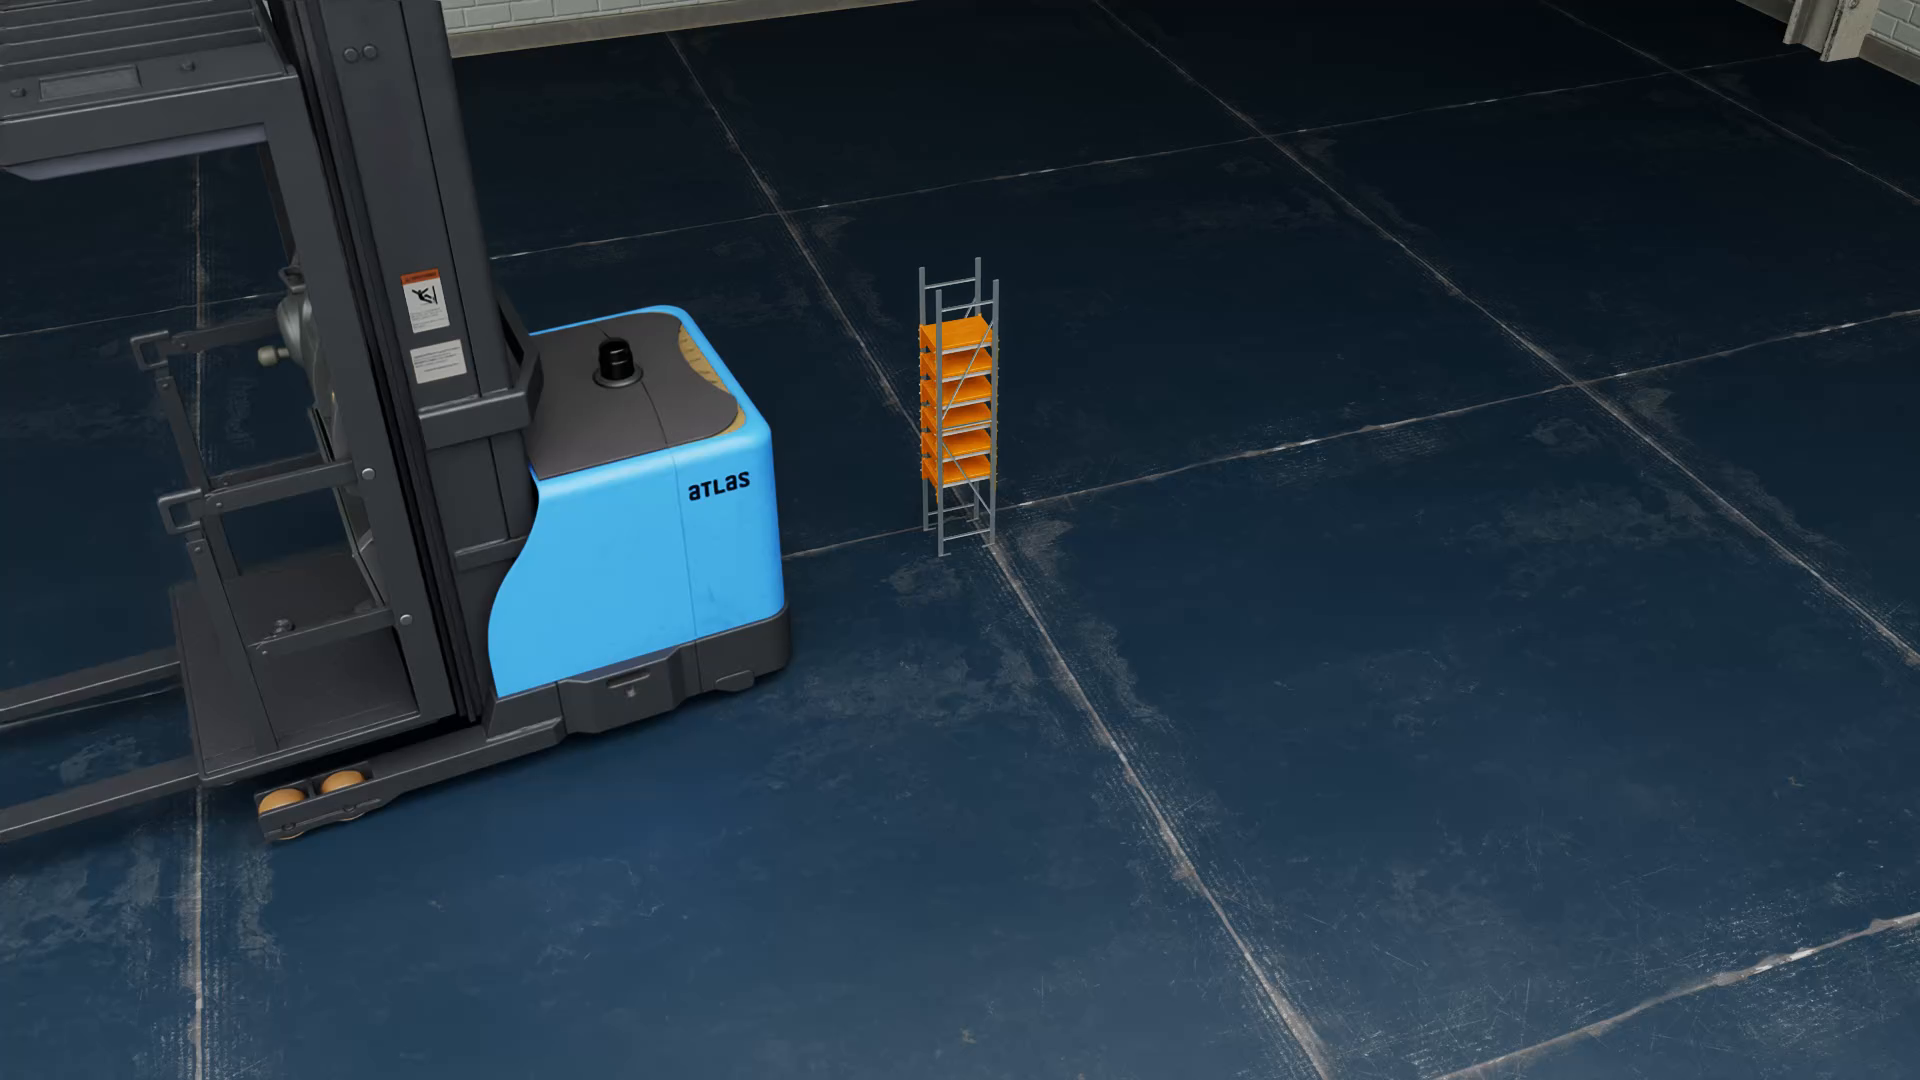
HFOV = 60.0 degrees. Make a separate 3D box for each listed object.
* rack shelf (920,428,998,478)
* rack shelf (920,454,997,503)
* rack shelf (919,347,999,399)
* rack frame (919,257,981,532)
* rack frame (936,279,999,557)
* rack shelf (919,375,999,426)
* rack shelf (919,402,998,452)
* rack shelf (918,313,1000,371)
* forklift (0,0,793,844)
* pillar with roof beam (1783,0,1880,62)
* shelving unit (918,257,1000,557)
[{"bbox_3d":[-0.005,-0.356,6.499,0.258,0.103,0.180,-12,39,-16],"label":"rack shelf"},{"bbox_3d":[-0.005,-0.260,6.571,0.258,0.103,0.180,-12,39,-16],"label":"rack shelf"},{"bbox_3d":[-0.005,-0.644,6.282,0.258,0.103,0.180,-12,39,-16],"label":"rack shelf"},{"bbox_3d":[-0.036,-0.539,6.468,0.240,1.200,0.006,-12,39,-16],"label":"rack frame"},{"bbox_3d":[0.026,-0.436,6.331,0.240,1.200,0.006,-12,39,-16],"label":"rack frame"},{"bbox_3d":[-0.005,-0.548,6.354,0.258,0.103,0.180,-12,39,-16],"label":"rack shelf"},{"bbox_3d":[-0.005,-0.452,6.427,0.258,0.103,0.180,-12,39,-16],"label":"rack shelf"},{"bbox_3d":[-0.005,-0.739,6.210,0.258,0.103,0.180,-12,39,-16],"label":"rack shelf"},{"bbox_3d":[-2.167,-0.554,5.049,3.031,2.935,1.130,-16,40,-20],"label":"forklift"},{"bbox_3d":[1.714,-5.985,7.217,9.100,9.000,0.400,-12,39,-16],"label":"pillar with roof beam"},{"bbox_3d":[-0.005,-0.487,6.400,0.258,1.200,0.189,-12,39,-16],"label":"shelving unit"}]
